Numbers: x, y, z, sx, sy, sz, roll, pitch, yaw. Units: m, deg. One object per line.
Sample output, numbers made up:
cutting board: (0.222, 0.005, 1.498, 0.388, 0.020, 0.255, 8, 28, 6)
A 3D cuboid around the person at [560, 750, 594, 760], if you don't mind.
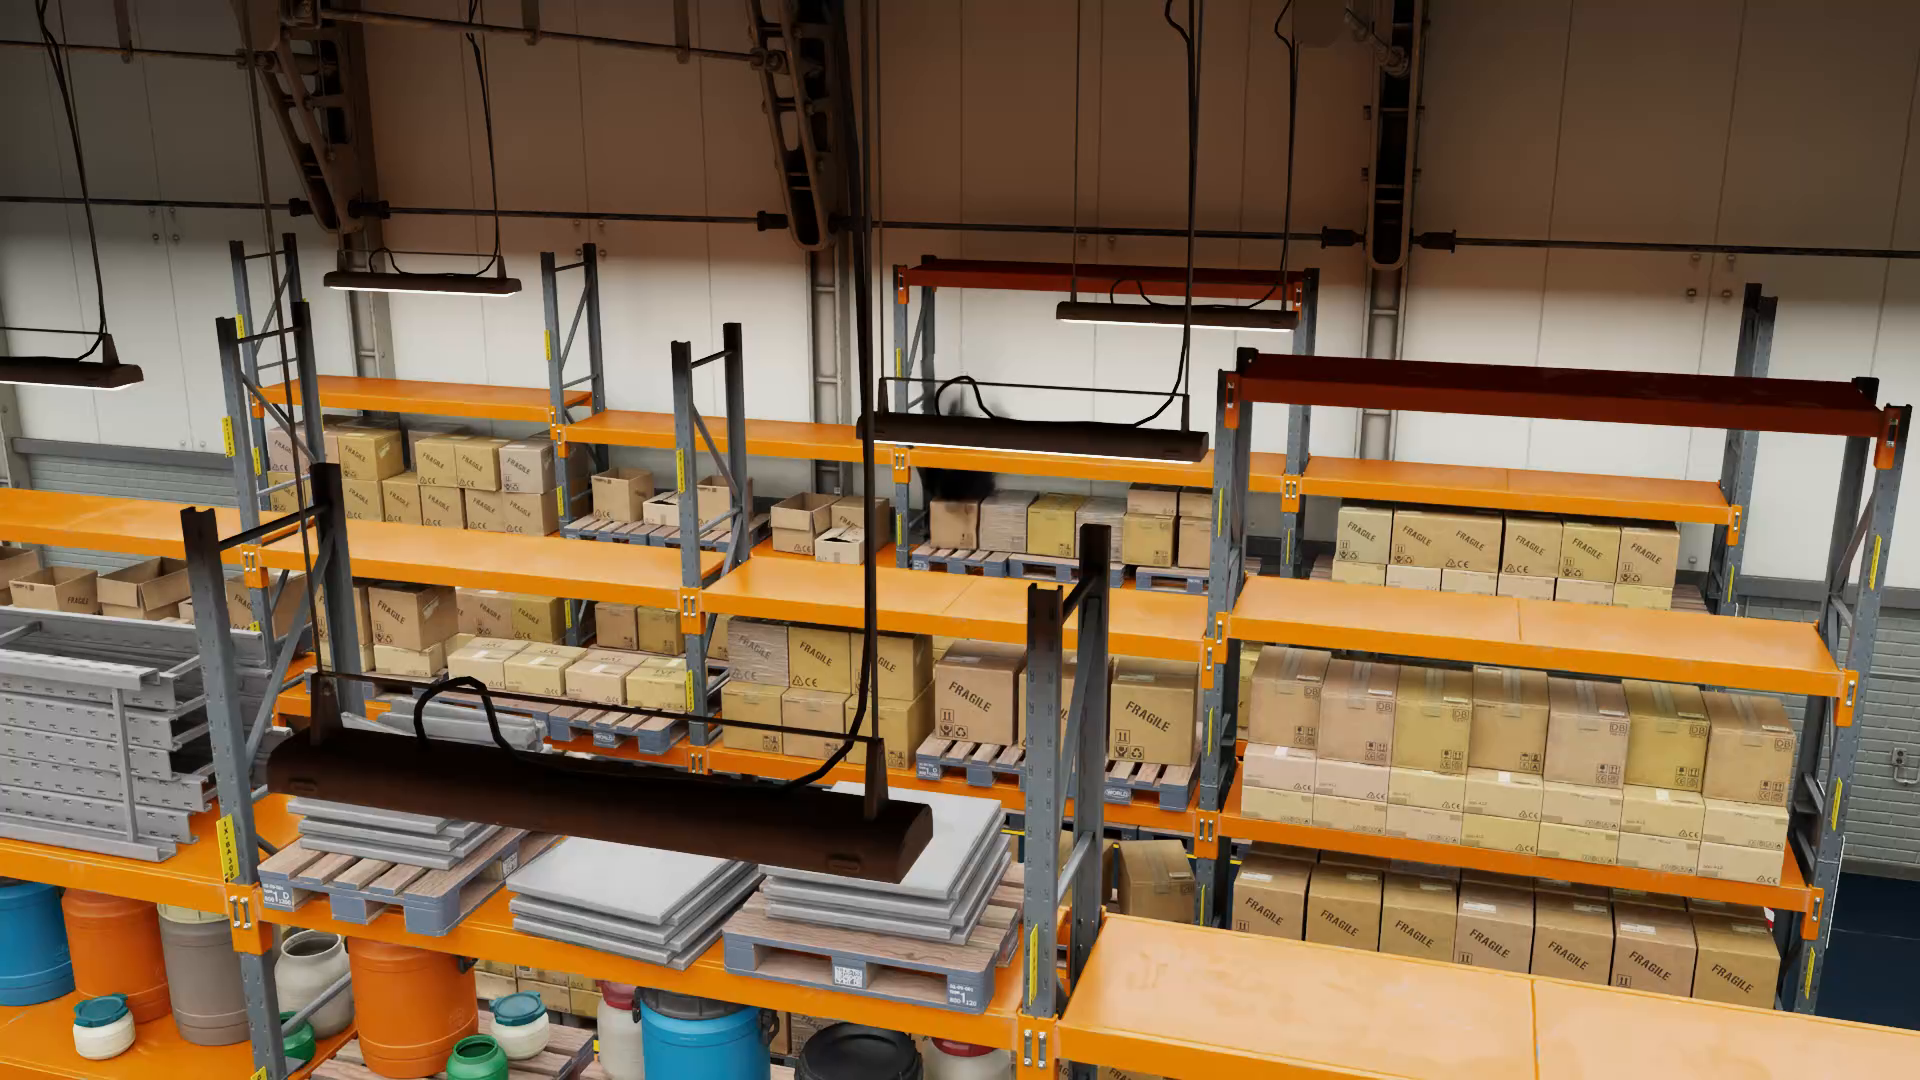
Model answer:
person: (-3.782, 2.503, 16.569, 0.836, 1.692, 0.579, 2, 16, 6)
